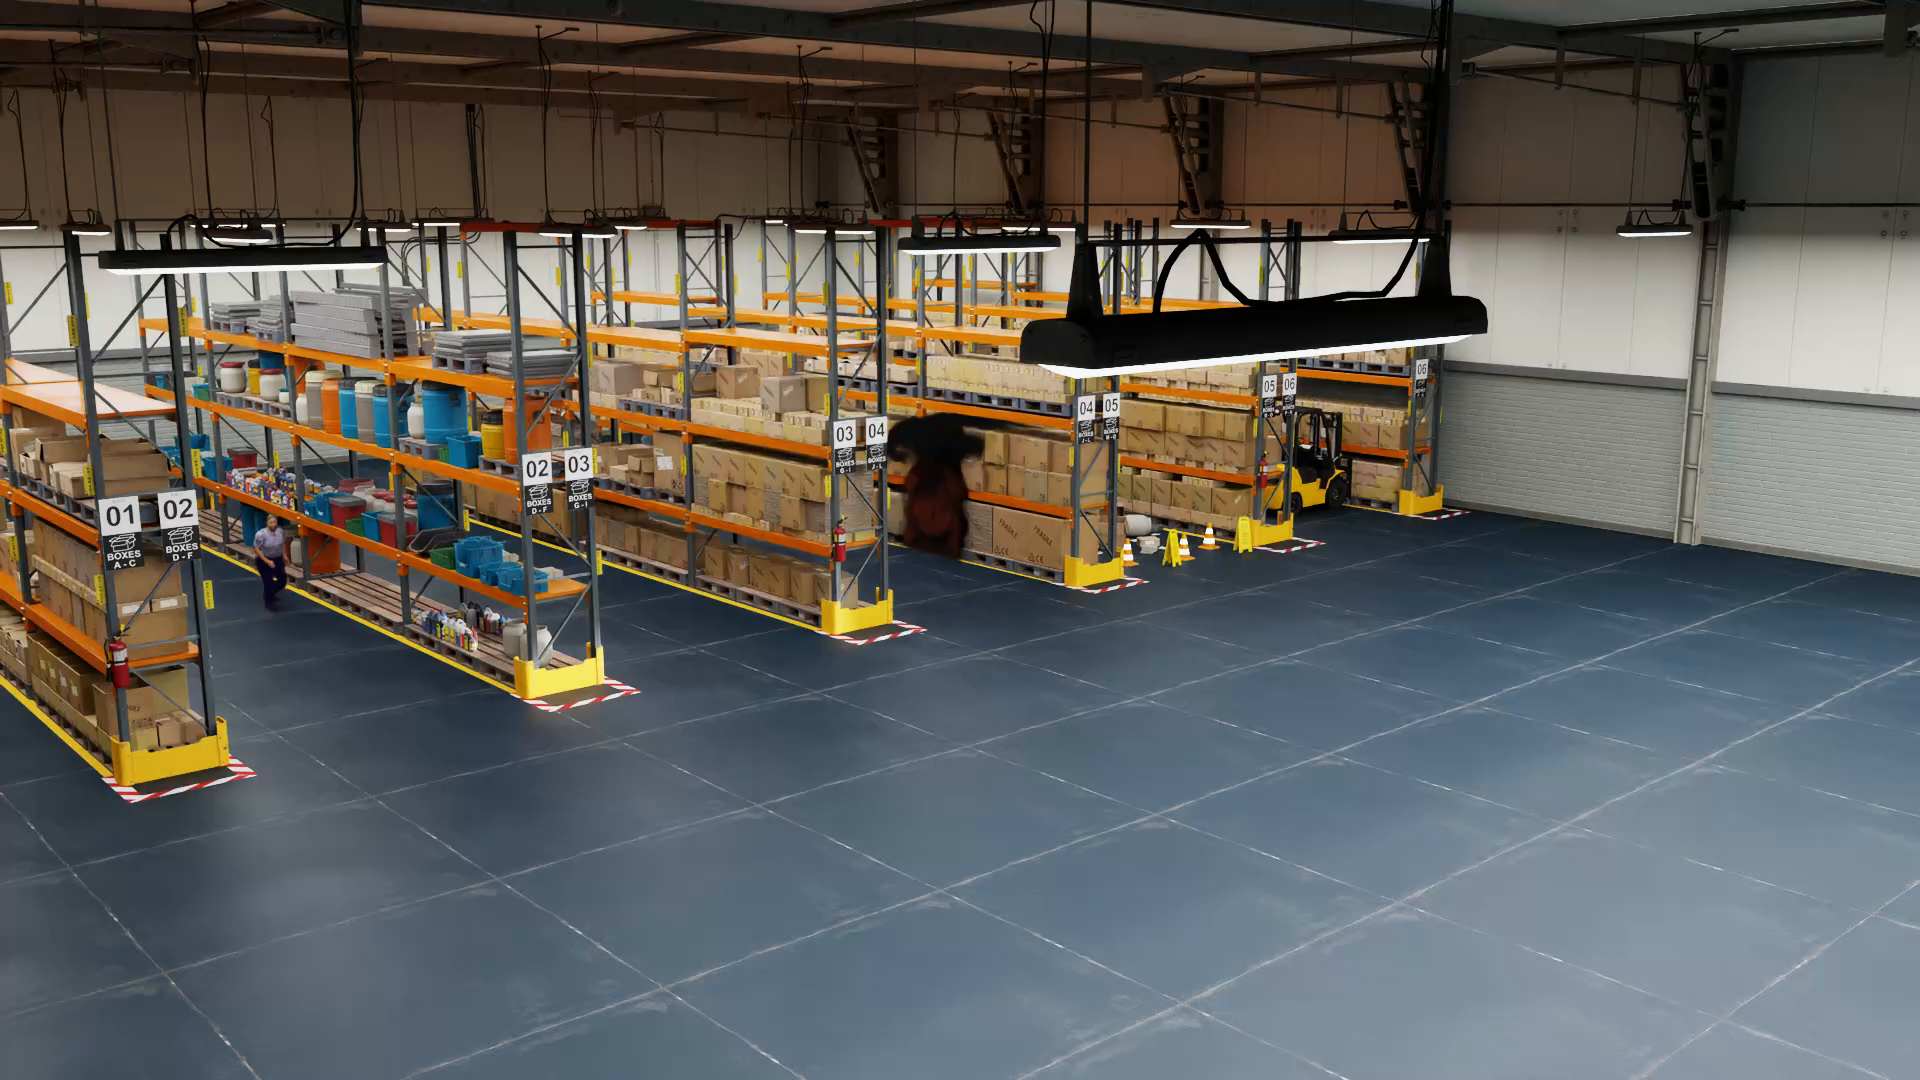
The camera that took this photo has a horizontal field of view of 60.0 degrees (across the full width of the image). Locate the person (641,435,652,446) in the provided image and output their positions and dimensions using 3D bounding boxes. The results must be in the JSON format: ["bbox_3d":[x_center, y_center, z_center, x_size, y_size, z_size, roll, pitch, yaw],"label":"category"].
[{"bbox_3d":[-7.598,-2.778,41.254,0.920,1.738,0.673,0,11,-2],"label":"person"}]

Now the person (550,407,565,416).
[{"bbox_3d":[-9.545,-2.430,39.421,0.701,1.755,0.930,0,11,1],"label":"person"}]

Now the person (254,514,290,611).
[{"bbox_3d":[-10.912,0.336,26.241,0.709,1.569,0.594,8,14,33],"label":"person"}]
